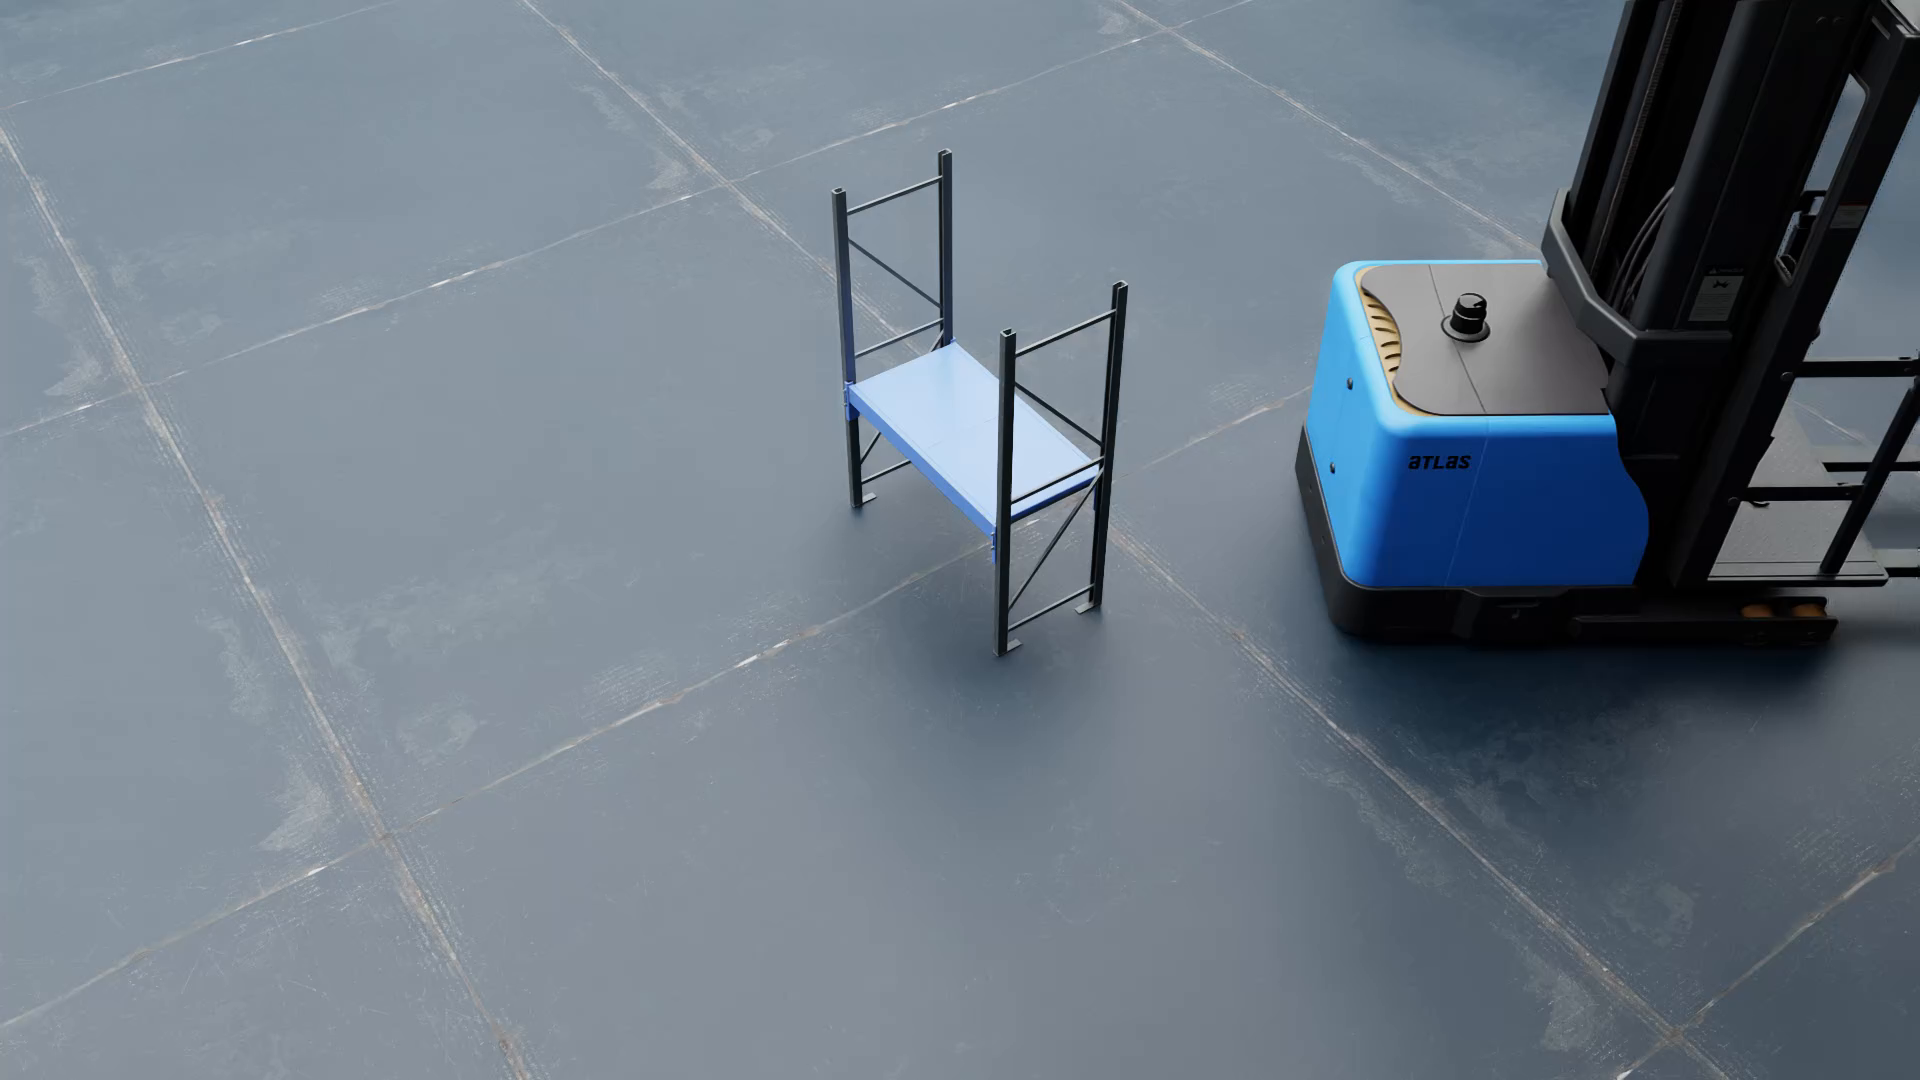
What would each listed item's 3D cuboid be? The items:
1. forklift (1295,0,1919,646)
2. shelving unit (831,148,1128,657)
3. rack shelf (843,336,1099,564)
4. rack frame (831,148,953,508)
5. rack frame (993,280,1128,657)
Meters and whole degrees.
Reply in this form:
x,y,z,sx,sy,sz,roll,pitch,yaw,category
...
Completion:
x,y,z,sx,sy,sz,roll,pitch,yaw,category
2.922,-1.027,5.703,3.031,2.935,1.130,-1,44,-1,forklift
0.049,-0.494,6.182,0.538,1.500,1.048,-26,49,-24,shelving unit
0.049,-0.364,6.306,0.538,0.185,1.000,-26,49,-24,rack shelf
-0.242,-0.782,6.483,0.500,1.500,0.032,-26,49,-24,rack frame
0.340,-0.206,5.880,0.500,1.500,0.032,-26,49,-24,rack frame
